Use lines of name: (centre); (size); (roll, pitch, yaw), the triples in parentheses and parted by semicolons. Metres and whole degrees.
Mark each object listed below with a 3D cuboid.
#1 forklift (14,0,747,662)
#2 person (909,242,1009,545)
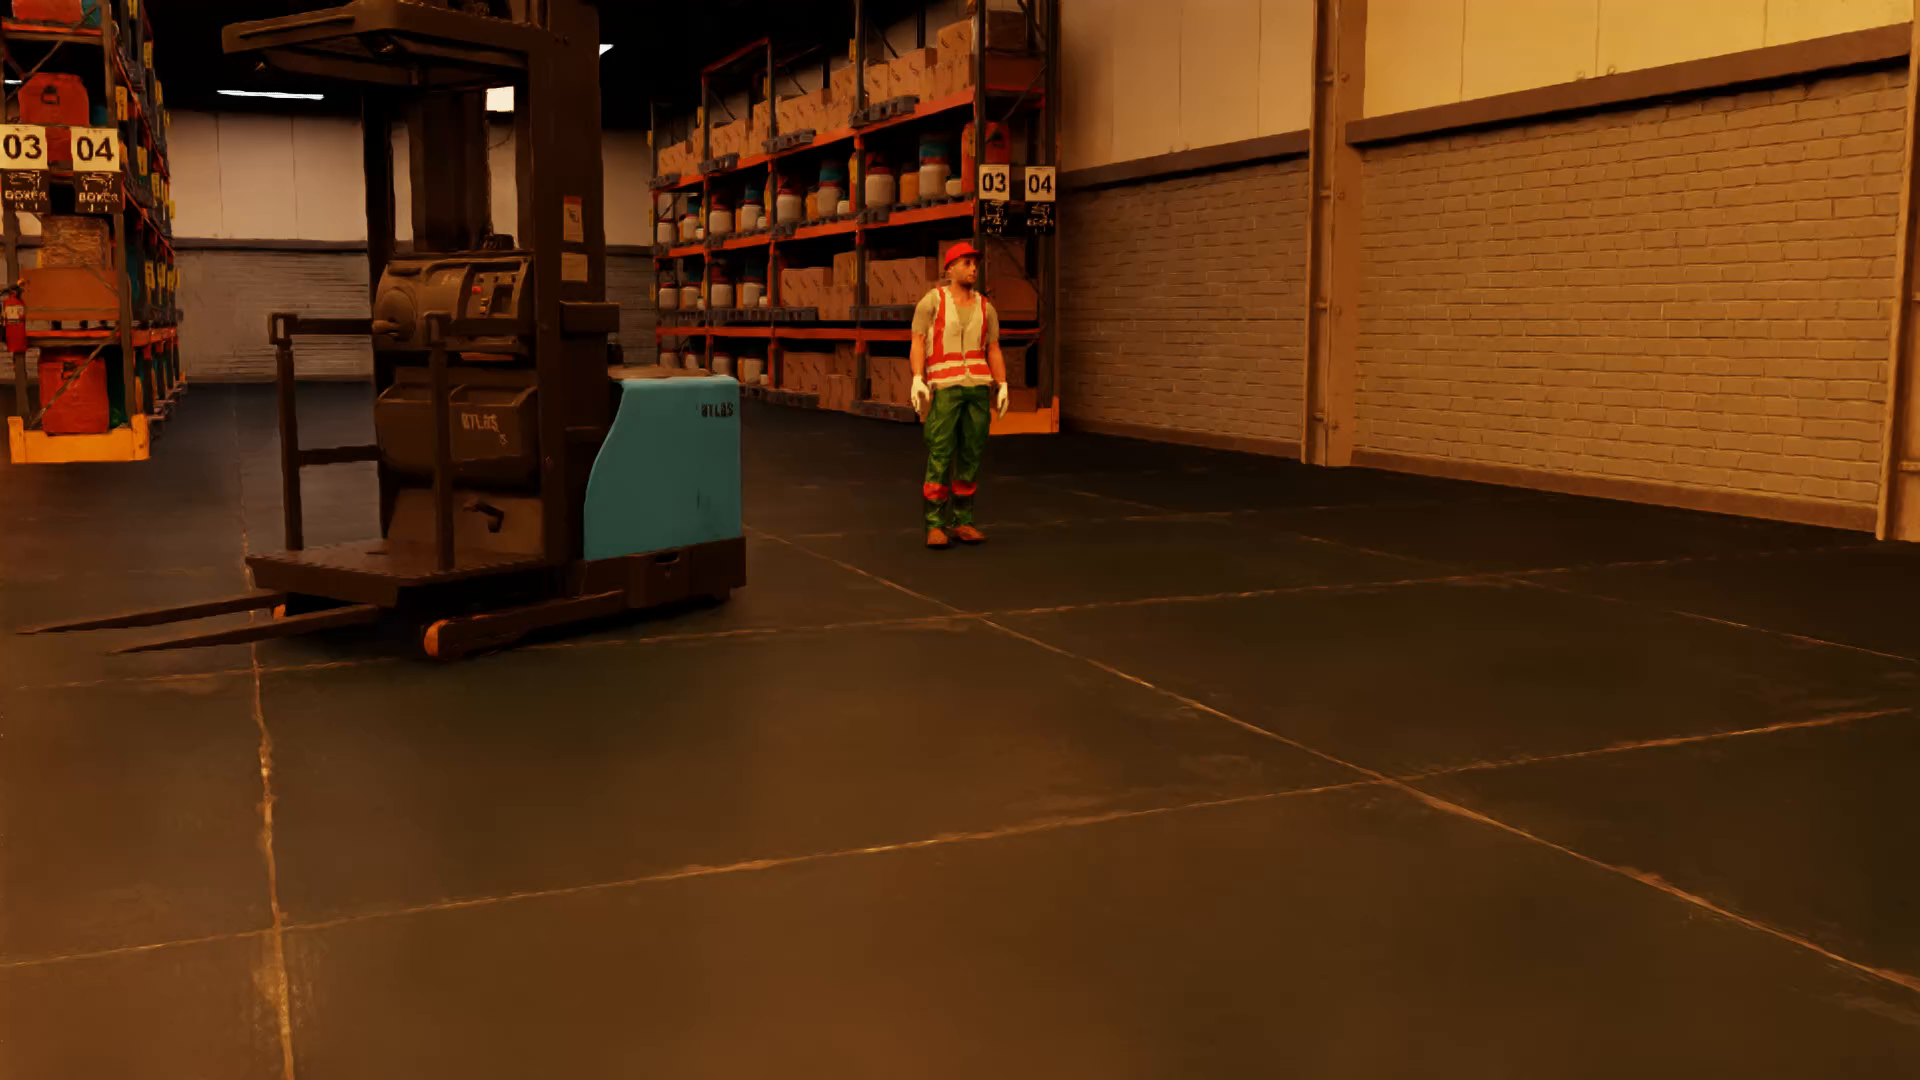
forklift: (-2.270, -1.045, 6.862); (1.130, 2.935, 3.031); (5, 9, 34)
person: (0.022, -0.884, 9.959); (0.637, 1.787, 0.563); (-3, 8, -23)
